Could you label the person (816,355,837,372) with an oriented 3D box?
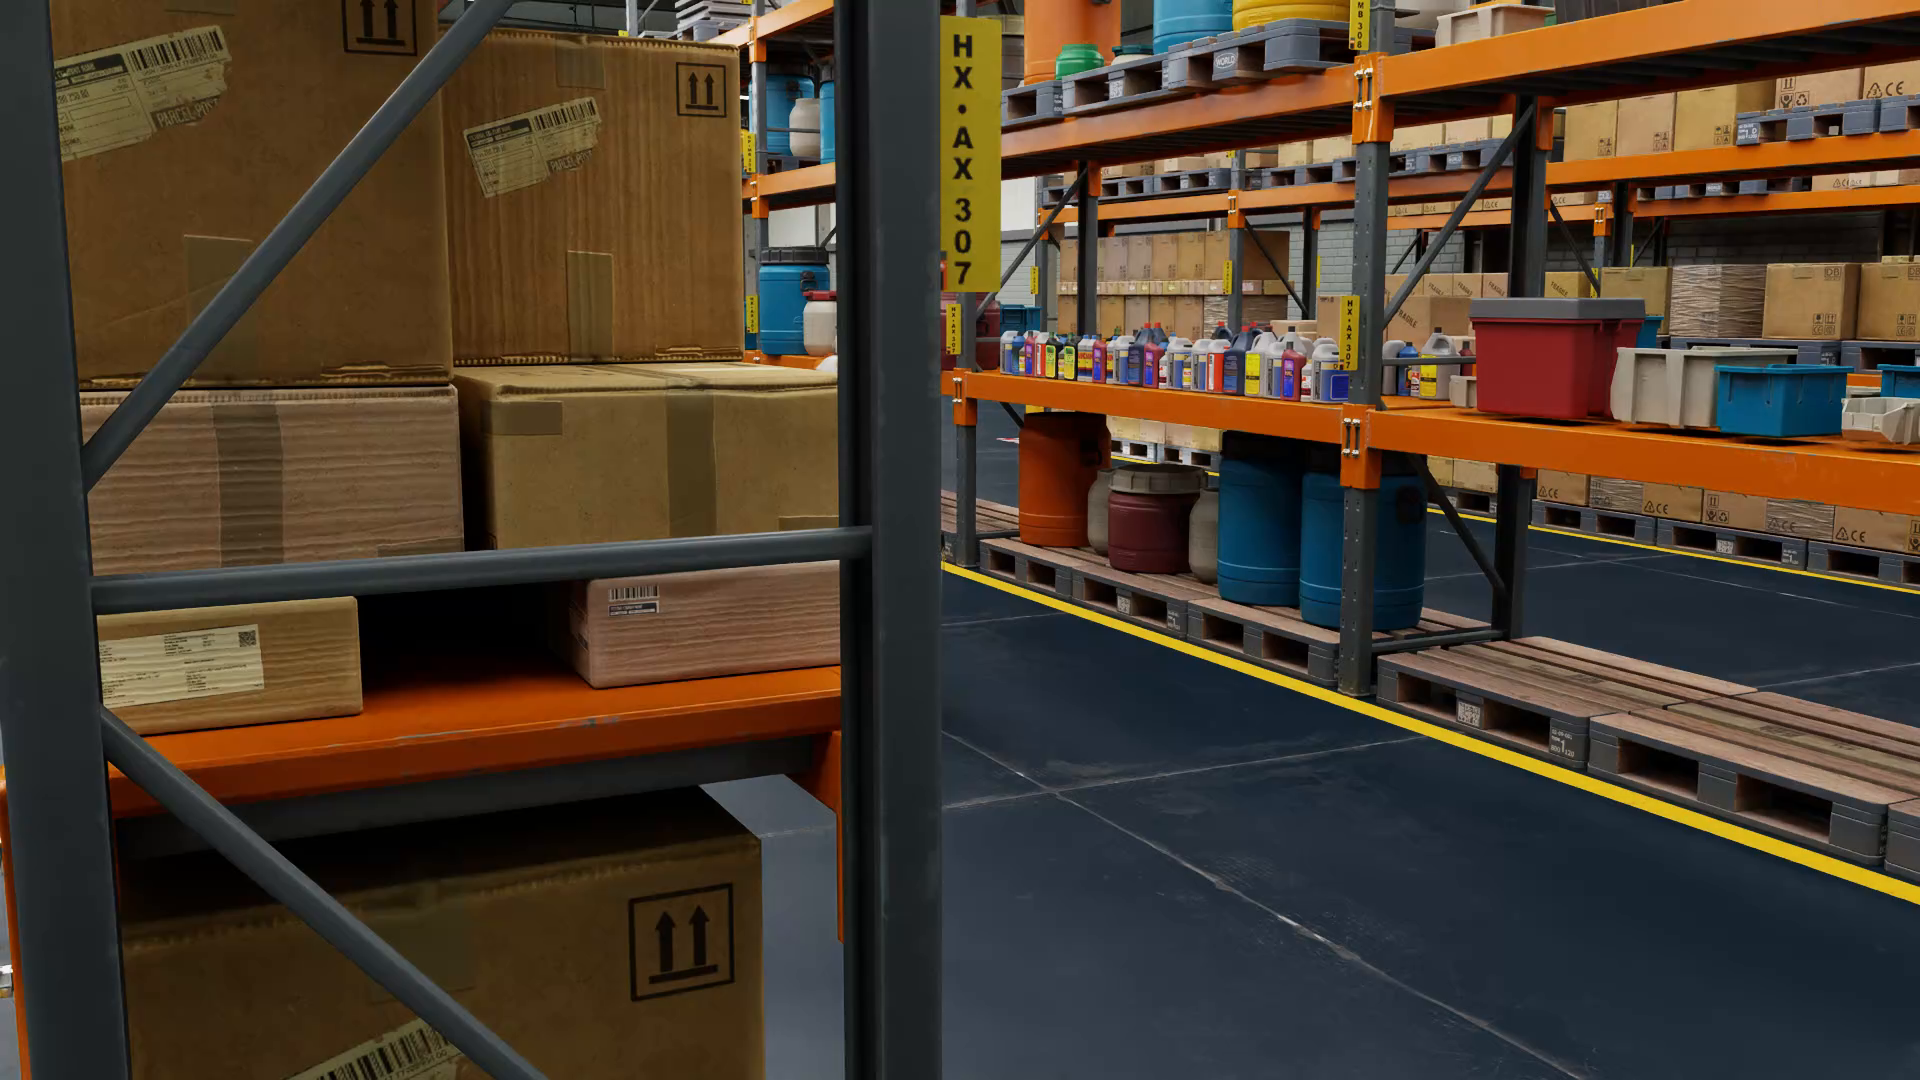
[{"bbox_3d":[-0.444,-0.064,7.570,0.492,1.528,0.822,-4,9,-27],"label":"person"}]
